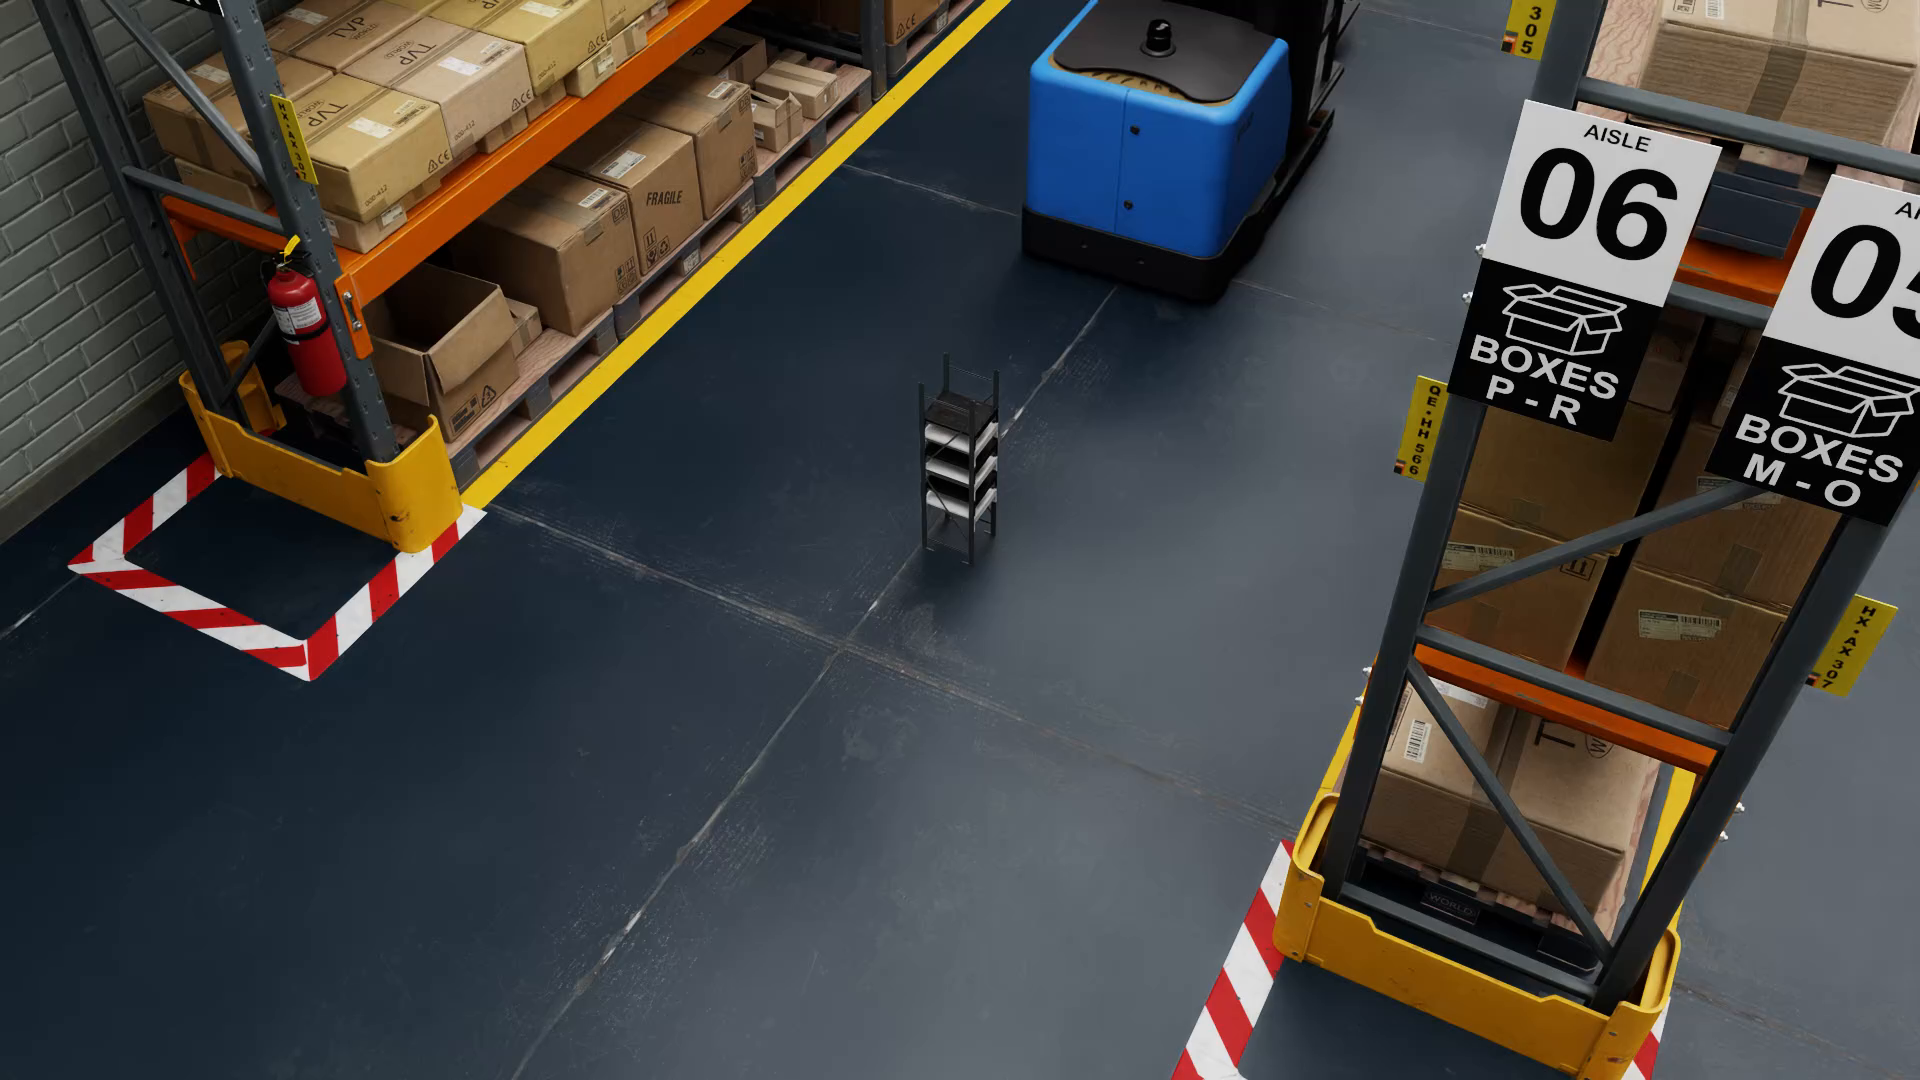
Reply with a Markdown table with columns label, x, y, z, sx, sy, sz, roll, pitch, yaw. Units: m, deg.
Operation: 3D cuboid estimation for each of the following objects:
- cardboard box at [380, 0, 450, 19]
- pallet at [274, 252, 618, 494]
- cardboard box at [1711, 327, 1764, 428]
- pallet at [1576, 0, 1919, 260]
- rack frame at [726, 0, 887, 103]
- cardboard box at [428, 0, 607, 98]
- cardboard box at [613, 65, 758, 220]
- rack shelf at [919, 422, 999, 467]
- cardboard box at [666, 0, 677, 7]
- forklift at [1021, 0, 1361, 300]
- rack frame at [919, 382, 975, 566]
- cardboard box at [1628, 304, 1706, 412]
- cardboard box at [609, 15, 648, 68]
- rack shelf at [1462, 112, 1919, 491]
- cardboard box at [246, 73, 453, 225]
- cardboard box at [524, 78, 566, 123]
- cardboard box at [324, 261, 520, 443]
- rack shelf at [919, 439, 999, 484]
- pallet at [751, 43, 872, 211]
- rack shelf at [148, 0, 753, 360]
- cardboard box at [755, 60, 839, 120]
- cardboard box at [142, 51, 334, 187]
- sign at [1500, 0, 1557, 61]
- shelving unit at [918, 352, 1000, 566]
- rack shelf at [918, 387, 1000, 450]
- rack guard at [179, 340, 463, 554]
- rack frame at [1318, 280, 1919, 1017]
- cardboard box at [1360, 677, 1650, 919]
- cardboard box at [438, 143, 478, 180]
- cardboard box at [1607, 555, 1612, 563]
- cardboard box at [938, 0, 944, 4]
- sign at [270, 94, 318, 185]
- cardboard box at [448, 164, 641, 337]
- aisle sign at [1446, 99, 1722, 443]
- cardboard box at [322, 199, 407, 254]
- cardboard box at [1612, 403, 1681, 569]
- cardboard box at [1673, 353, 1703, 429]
| label | x | y | z | sx | sy | sz | roll | pitch | yaw |
| --- | --- | --- | --- | --- | --- | --- | --- | --- | --- |
| cardboard box | -2.294 | -2.299 | 7.089 | 0.500 | 0.250 | 0.500 | 22 | 49 | 20 |
| pallet | -2.342 | -0.805 | 7.677 | 1.003 | 0.211 | 1.213 | 20 | 49 | 19 |
| cardboard box | 2.061 | -0.345 | 4.032 | 0.380 | 0.149 | 0.250 | 21 | 49 | 20 |
| pallet | 1.987 | -1.092 | 3.954 | 1.003 | 0.211 | 1.213 | 20 | 49 | 19 |
| rack frame | -0.890 | -3.754 | 8.631 | 1.000 | 3.000 | 0.127 | 20 | 49 | 19 |
| cardboard box | -1.831 | -2.121 | 6.914 | 0.500 | 0.250 | 0.500 | 20 | 49 | 18 |
| cardboard box | -1.466 | -2.037 | 8.396 | 0.700 | 0.500 | 0.500 | 19 | 48 | 18 |
| rack shelf | -0.004 | -0.414 | 6.600 | 0.258 | 0.077 | 0.200 | 20 | 49 | 19 |
| cardboard box | -1.473 | -2.587 | 7.654 | 0.380 | 0.149 | 0.250 | 21 | 49 | 20 |
| forklift | 1.416 | -3.253 | 8.184 | 1.130 | 2.935 | 3.031 | 19 | 48 | 18 |
| rack frame | -0.051 | -0.247 | 6.641 | 0.240 | 0.900 | 0.006 | 20 | 49 | 19 |
| cardboard box | 1.641 | -0.505 | 4.190 | 0.380 | 0.149 | 0.250 | 21 | 49 | 20 |
| cardboard box | -1.605 | -2.230 | 7.302 | 0.380 | 0.149 | 0.250 | 22 | 49 | 20 |
| rack shelf | 2.580 | -1.659 | 4.958 | 1.077 | 0.370 | 4.000 | 20 | 49 | 19 |
| cardboard box | -2.297 | -1.483 | 6.283 | 0.500 | 0.250 | 0.500 | 21 | 49 | 19 |
| cardboard box | -1.893 | -1.923 | 6.998 | 0.380 | 0.149 | 0.250 | 21 | 49 | 20 |
| cardboard box | -2.379 | -0.859 | 7.229 | 0.797 | 0.503 | 0.637 | 19 | 48 | 18 |
| rack shelf | -0.004 | -0.351 | 6.664 | 0.258 | 0.077 | 0.200 | 20 | 49 | 19 |
| pallet | -1.210 | -2.342 | 9.196 | 1.003 | 0.211 | 1.213 | 20 | 49 | 19 |
| rack shelf | -1.818 | -2.241 | 7.642 | 1.077 | 0.370 | 4.000 | 20 | 49 | 19 |
| cardboard box | -0.888 | -2.452 | 9.053 | 0.380 | 0.149 | 0.250 | 19 | 48 | 18 |
| cardboard box | -2.768 | -1.664 | 6.461 | 0.500 | 0.250 | 0.500 | 22 | 49 | 20 |
| sign | 1.177 | -1.124 | 3.356 | 0.100 | 0.325 | 0.005 | 20 | 49 | 19 |
| shelving unit | -0.004 | -0.311 | 6.705 | 0.258 | 0.900 | 0.210 | 20 | 49 | 19 |
| rack shelf | -0.004 | -0.478 | 6.536 | 0.258 | 0.077 | 0.200 | 20 | 49 | 19 |
| rack guard | -2.711 | -0.404 | 7.077 | 1.175 | 0.500 | 0.348 | 20 | 49 | 19 |
| rack frame | 1.651 | 0.402 | 4.524 | 1.000 | 3.000 | 0.127 | 20 | 49 | 19 |
| cardboard box | 1.869 | 0.706 | 5.729 | 0.875 | 0.438 | 0.875 | 19 | 48 | 18 |
| cardboard box | -2.183 | -1.615 | 6.694 | 0.380 | 0.149 | 0.250 | 20 | 49 | 19 |
| cardboard box | 1.887 | -0.336 | 5.182 | 0.500 | 0.500 | 0.500 | 19 | 48 | 18 |
| cardboard box | -0.228 | -3.592 | 9.934 | 0.500 | 0.500 | 0.500 | 20 | 49 | 19 |
| sign | -2.266 | -1.360 | 5.656 | 0.100 | 0.325 | 0.005 | 20 | 49 | 19 |
| cardboard box | -1.948 | -1.383 | 7.750 | 0.700 | 0.500 | 0.500 | 22 | 49 | 21 |
| aisle sign | 1.343 | -0.569 | 3.655 | 0.394 | 0.787 | 0.004 | 20 | 49 | 19 |
| cardboard box | -2.351 | -1.263 | 6.345 | 0.380 | 0.149 | 0.250 | 20 | 49 | 19 |
| cardboard box | 2.339 | -0.169 | 5.017 | 0.500 | 0.500 | 0.500 | 20 | 49 | 19 |
| cardboard box | 2.360 | -0.521 | 4.662 | 0.500 | 0.500 | 0.500 | 19 | 48 | 18 |
